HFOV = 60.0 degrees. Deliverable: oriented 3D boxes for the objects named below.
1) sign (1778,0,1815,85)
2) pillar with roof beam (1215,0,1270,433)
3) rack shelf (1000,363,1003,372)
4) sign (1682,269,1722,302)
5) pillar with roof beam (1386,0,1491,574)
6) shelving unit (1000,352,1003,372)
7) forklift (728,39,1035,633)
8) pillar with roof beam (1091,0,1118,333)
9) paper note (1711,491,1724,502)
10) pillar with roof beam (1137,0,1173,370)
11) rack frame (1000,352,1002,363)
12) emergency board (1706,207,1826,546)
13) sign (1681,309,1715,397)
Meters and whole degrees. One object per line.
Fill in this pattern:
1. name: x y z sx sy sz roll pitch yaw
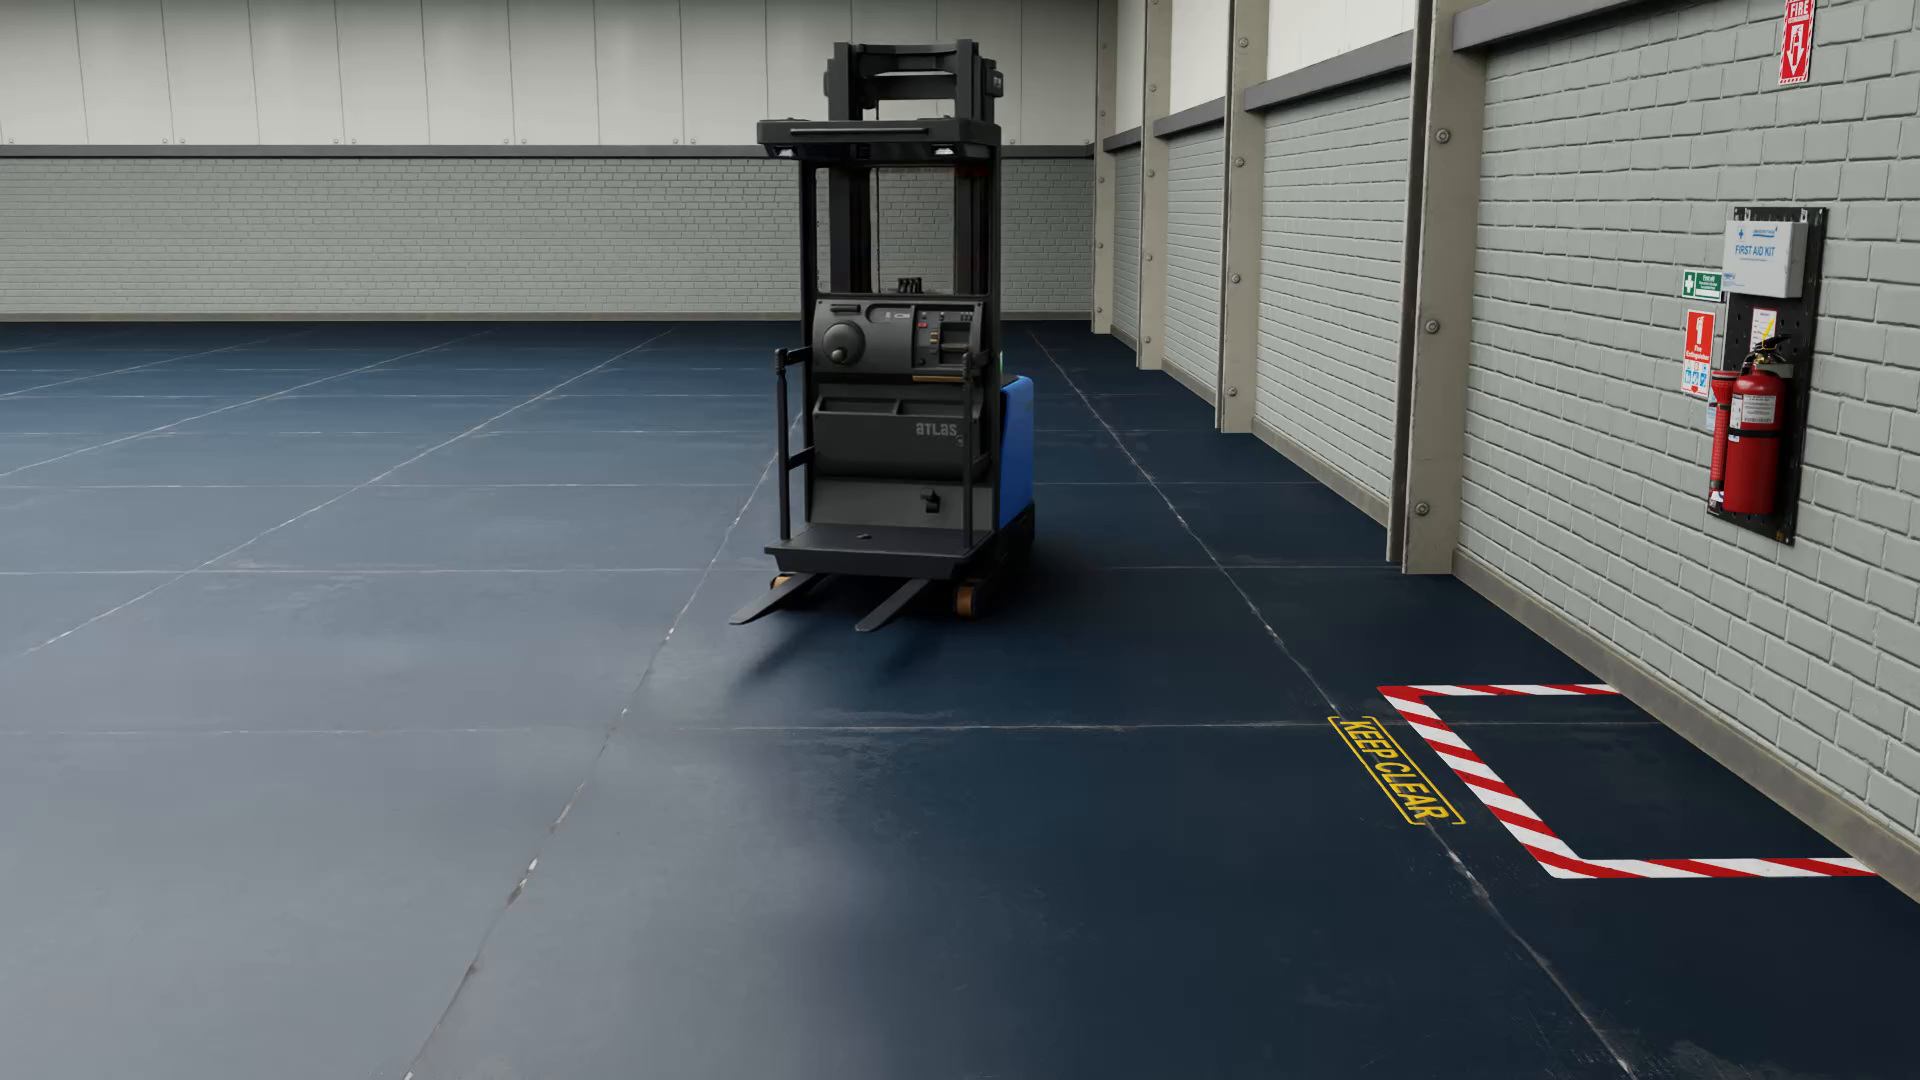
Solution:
1. sign: 2.924 -1.750 5.812 0.001 0.298 0.199 0 11 -1
2. pillar with roof beam: -1.714 -5.429 14.685 9.100 9.000 0.400 0 11 -1
3. rack shelf: 0.118 -1.020 10.475 0.258 0.148 0.480 2 12 8
4. sign: 2.908 -0.999 6.516 0.001 0.109 0.331 0 11 -1
5. pillar with roof beam: -1.590 -4.236 8.806 9.100 9.000 0.400 0 11 -1
6. shelving unit: 0.118 -0.612 10.558 0.258 1.200 0.503 2 12 8
7. forklift: -0.381 -1.118 8.697 1.130 2.935 3.031 3 12 13
8. pillar with roof beam: -1.962 -7.814 26.443 9.100 9.000 0.400 0 11 -1
9. paper note: 2.890 -0.216 6.295 0.016 0.148 0.142 0 11 -1
10. pillar with roof beam: -1.838 -6.621 20.564 9.100 9.000 0.400 0 11 -1
11. rack frame: 0.152 -0.660 10.794 0.240 1.200 0.015 2 12 8
12. emergency board: 2.825 -0.612 6.033 0.194 1.169 0.643 0 11 -1
13. sign: 2.916 -0.740 6.573 0.001 0.329 0.234 0 11 -1
